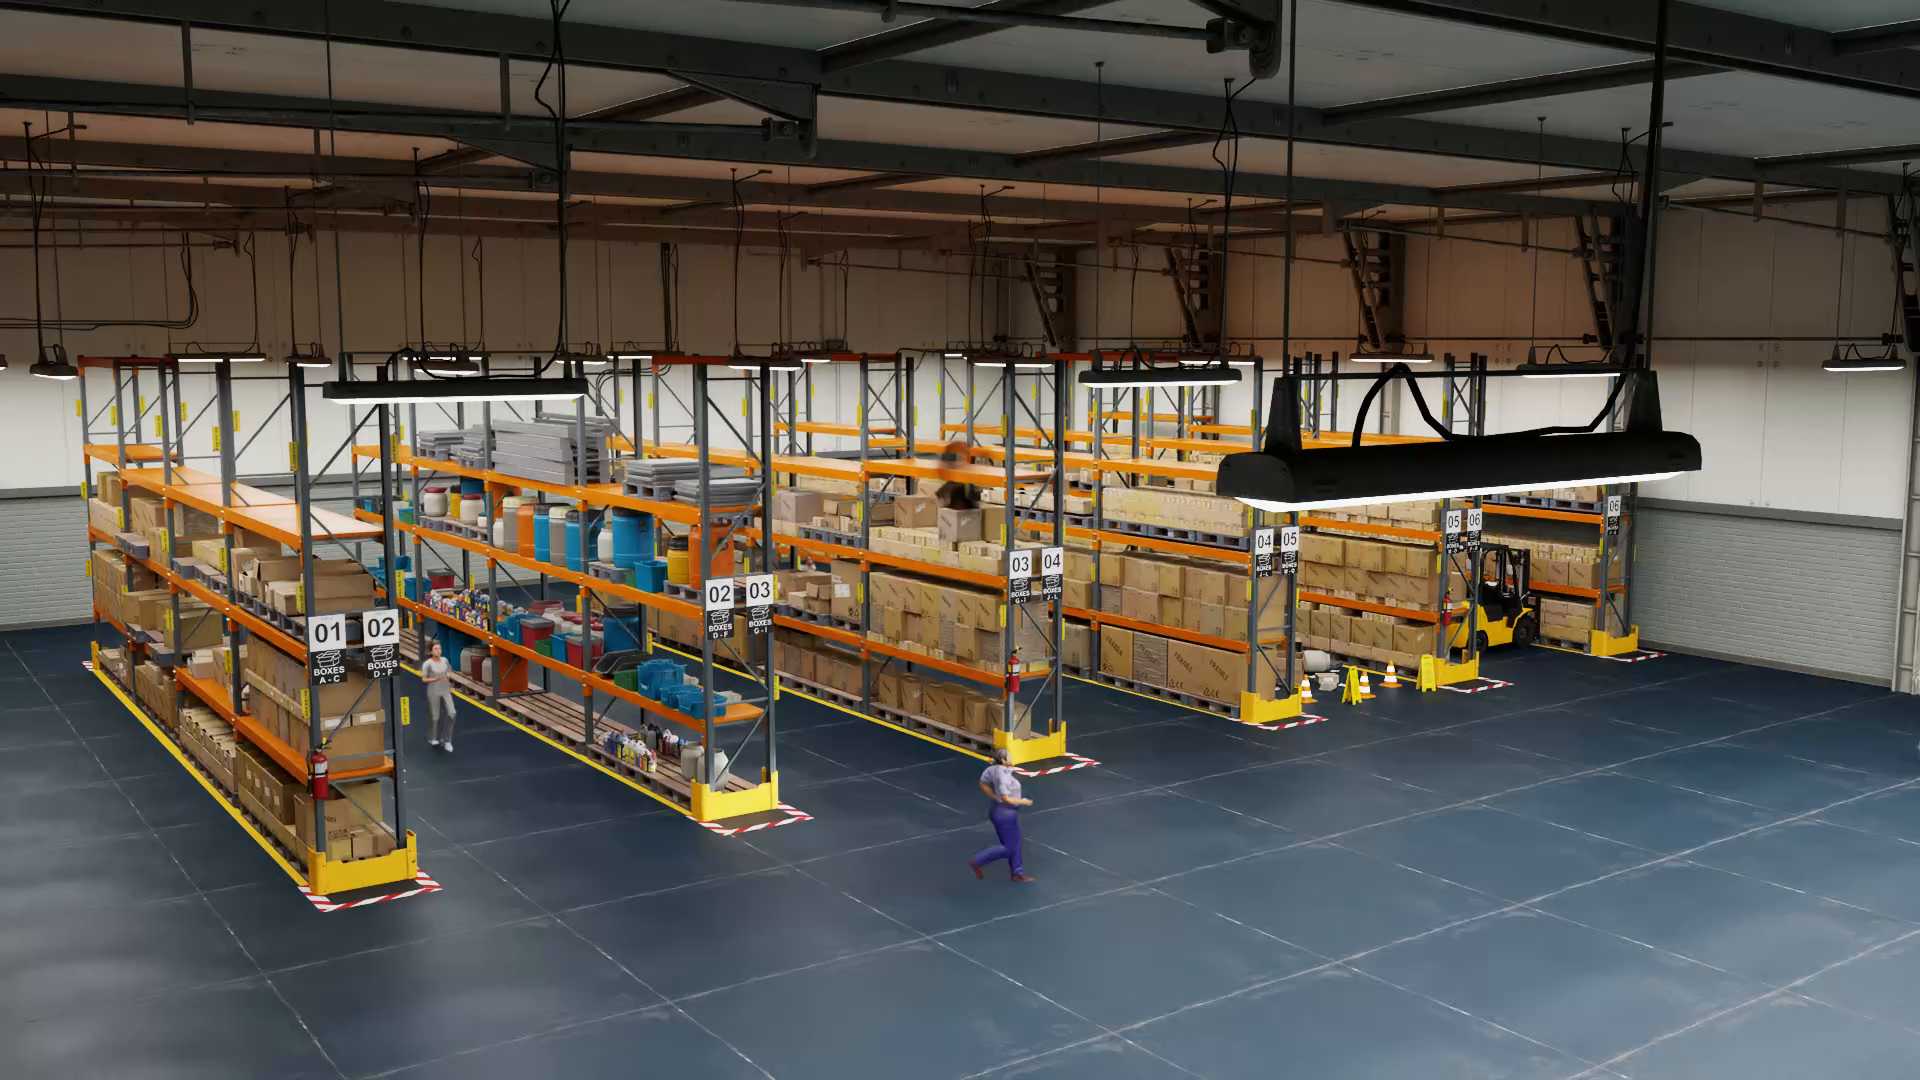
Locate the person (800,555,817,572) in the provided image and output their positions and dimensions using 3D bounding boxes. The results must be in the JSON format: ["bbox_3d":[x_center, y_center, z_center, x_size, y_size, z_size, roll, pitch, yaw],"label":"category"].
[{"bbox_3d":[-3.368,1.106,36.835,0.542,1.585,0.679,-5,8,-33],"label":"person"}]

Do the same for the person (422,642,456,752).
[{"bbox_3d":[-8.019,2.408,25.600,0.544,1.708,0.691,-6,9,-41],"label":"person"}]

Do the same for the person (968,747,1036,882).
[{"bbox_3d":[0.478,3.211,19.242,0.849,1.625,0.607,-2,7,-15],"label":"person"}]
